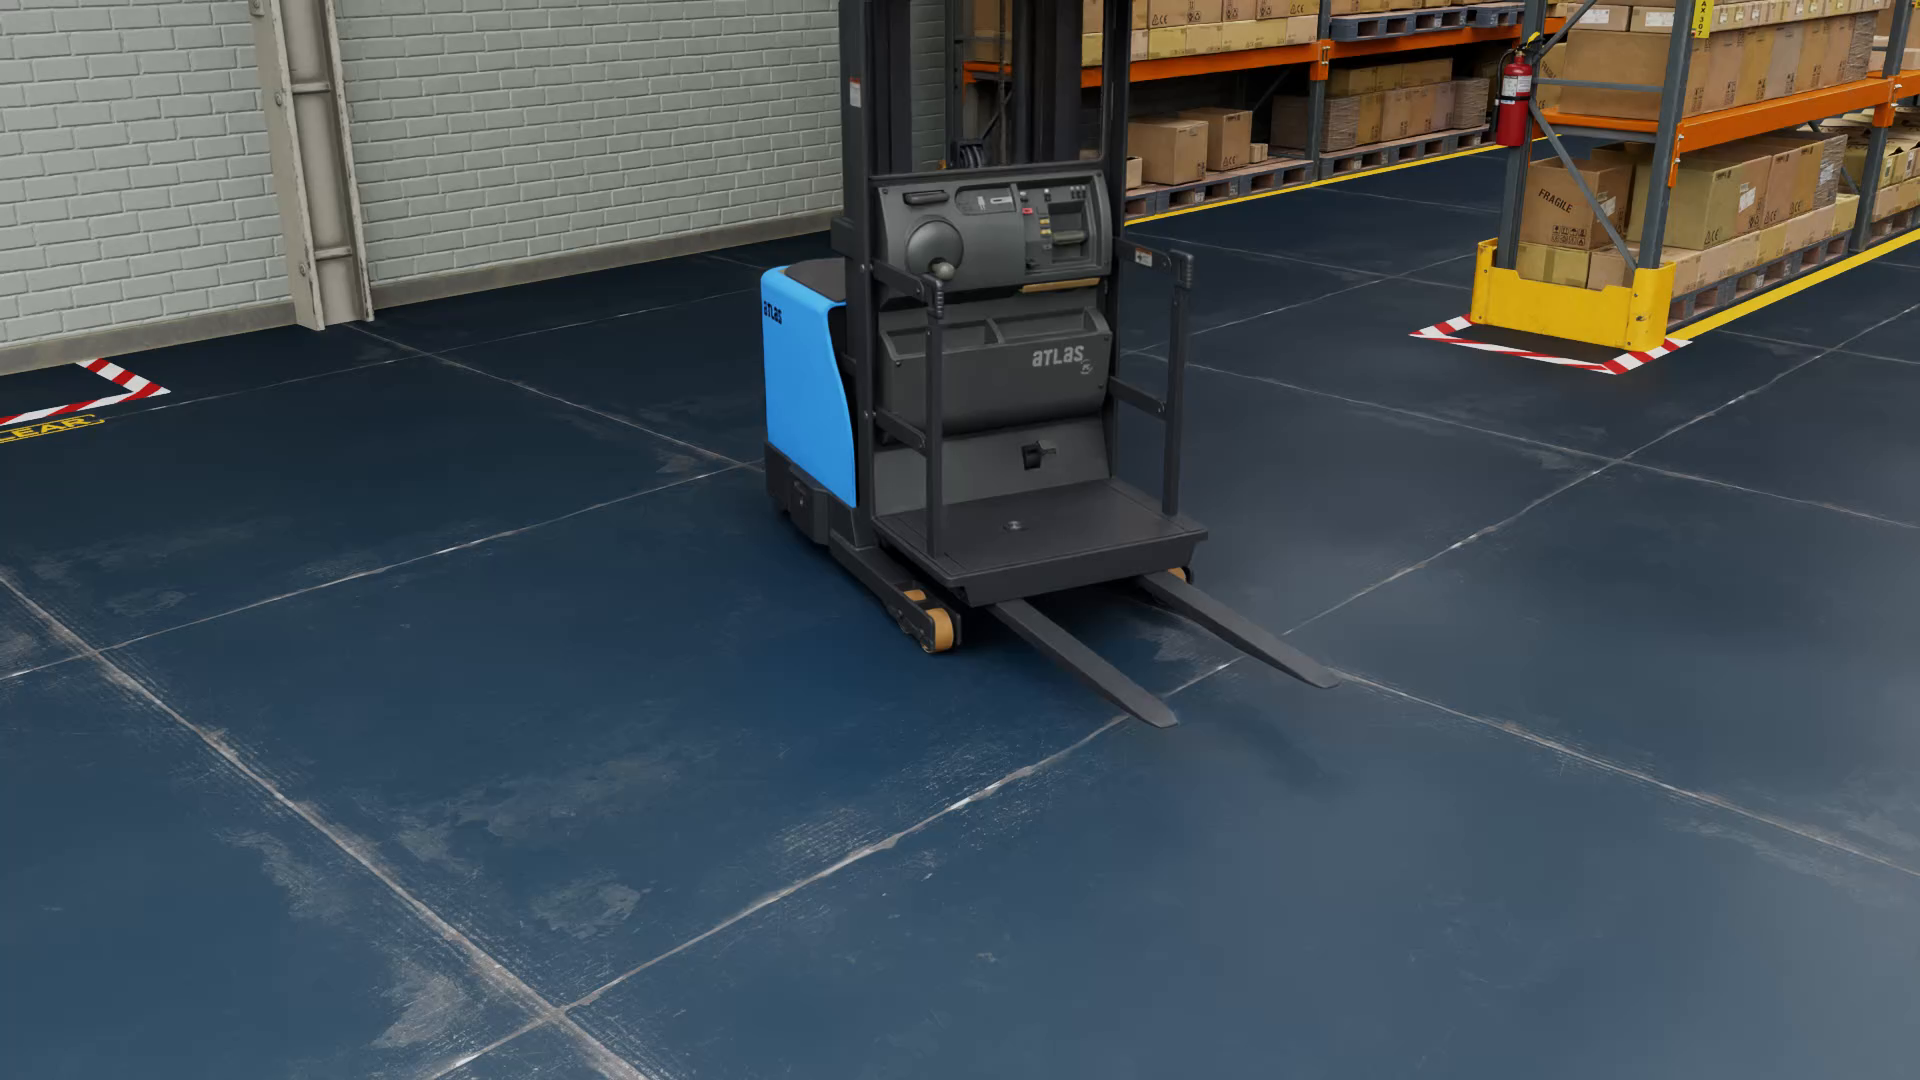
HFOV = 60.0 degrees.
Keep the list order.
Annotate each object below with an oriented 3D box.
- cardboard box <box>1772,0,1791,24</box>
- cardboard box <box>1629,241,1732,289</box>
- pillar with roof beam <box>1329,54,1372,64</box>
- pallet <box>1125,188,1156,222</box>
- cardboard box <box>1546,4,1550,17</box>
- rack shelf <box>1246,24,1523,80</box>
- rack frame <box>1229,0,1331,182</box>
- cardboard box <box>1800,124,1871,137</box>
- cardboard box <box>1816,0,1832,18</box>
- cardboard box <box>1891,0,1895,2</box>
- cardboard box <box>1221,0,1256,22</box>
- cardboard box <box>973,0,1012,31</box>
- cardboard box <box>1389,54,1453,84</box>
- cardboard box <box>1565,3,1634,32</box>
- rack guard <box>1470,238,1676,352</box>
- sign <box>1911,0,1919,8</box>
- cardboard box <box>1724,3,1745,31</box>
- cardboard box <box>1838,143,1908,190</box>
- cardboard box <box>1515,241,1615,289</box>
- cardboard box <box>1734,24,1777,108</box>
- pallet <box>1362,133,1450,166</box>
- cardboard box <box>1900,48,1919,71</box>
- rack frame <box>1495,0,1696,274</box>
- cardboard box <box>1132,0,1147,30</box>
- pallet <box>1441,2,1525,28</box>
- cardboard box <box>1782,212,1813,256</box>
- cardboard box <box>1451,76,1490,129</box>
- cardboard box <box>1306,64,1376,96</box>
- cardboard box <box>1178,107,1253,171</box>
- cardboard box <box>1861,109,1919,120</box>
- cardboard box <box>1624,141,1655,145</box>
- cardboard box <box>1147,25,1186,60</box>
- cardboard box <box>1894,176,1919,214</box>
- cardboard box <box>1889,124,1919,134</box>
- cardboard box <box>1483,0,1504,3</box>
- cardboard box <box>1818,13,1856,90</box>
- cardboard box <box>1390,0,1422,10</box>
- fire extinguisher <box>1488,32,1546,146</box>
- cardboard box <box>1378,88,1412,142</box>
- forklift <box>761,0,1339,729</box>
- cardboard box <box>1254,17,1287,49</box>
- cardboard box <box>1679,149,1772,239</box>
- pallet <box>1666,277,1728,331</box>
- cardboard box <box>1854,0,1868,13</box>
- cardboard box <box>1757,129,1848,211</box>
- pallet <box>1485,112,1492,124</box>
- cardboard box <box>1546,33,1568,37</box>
[{"bbox_3d":[5.154,-3.449,10.822,0.380,0.149,0.250,19,28,40],"label":"cardboard box"},{"bbox_3d":[4.709,-1.845,10.940,0.500,0.250,0.500,19,28,41],"label":"cardboard box"},{"bbox_3d":[7.416,-7.621,14.359,9.100,9.000,0.400,19,28,41],"label":"pillar with roof beam"},{"bbox_3d":[0.923,-2.877,14.266,1.003,0.211,1.213,19,28,41],"label":"pallet"},{"bbox_3d":[6.436,-5.997,18.819,0.250,0.149,0.380,-20,29,-41],"label":"cardboard box"},{"bbox_3d":[4.463,-5.166,17.337,1.077,0.370,4.000,19,28,41],"label":"rack shelf"},{"bbox_3d":[3.068,-4.988,15.870,1.000,3.000,0.127,19,28,41],"label":"rack frame"},{"bbox_3d":[7.405,-3.362,14.106,0.500,0.311,0.500,19,28,40],"label":"cardboard box"},{"bbox_3d":[5.697,-3.649,11.343,0.250,0.149,0.380,-19,28,-41],"label":"cardboard box"},{"bbox_3d":[7.884,-4.253,13.819,0.500,0.500,0.500,19,28,41],"label":"cardboard box"},{"bbox_3d":[2.257,-4.822,14.574,0.500,0.500,0.500,18,28,39],"label":"cardboard box"},{"bbox_3d":[0.454,-4.423,13.537,0.500,0.500,0.500,19,28,40],"label":"cardboard box"},{"bbox_3d":[4.951,-5.075,17.924,0.500,0.250,0.500,-20,28,-41],"label":"cardboard box"},{"bbox_3d":[3.959,-3.216,10.217,0.380,0.149,0.250,19,28,40],"label":"cardboard box"},{"bbox_3d":[3.813,-1.548,10.404,1.175,0.500,0.348,19,28,41],"label":"rack guard"},{"bbox_3d":[7.018,-4.051,12.117,0.100,0.325,0.005,19,28,41],"label":"sign"},{"bbox_3d":[4.615,-3.249,10.304,0.380,0.149,0.250,19,28,41],"label":"cardboard box"},{"bbox_3d":[7.086,-2.967,13.078,0.500,0.311,0.500,19,28,41],"label":"cardboard box"},{"bbox_3d":[3.992,-1.845,10.941,0.500,0.250,0.500,19,28,41],"label":"cardboard box"},{"bbox_3d":[4.878,-3.146,10.940,0.700,0.500,0.500,19,28,41],"label":"cardboard box"},{"bbox_3d":[4.461,-4.202,17.712,1.003,0.211,1.213,19,28,41],"label":"pallet"},{"bbox_3d":[7.384,-3.808,13.151,0.380,0.149,0.250,19,28,41],"label":"cardboard box"},{"bbox_3d":[3.829,-2.721,9.972,1.000,3.000,0.127,19,28,41],"label":"rack frame"},{"bbox_3d":[1.178,-4.421,13.531,0.500,0.500,0.500,19,28,41],"label":"cardboard box"},{"bbox_3d":[5.437,-5.716,18.034,1.213,0.211,1.003,19,28,41],"label":"pallet"},{"bbox_3d":[5.759,-2.229,11.940,0.500,0.250,0.500,19,28,41],"label":"cardboard box"},{"bbox_3d":[5.393,-4.856,18.399,0.500,0.500,0.700,-20,29,-41],"label":"cardboard box"},{"bbox_3d":[3.874,-4.684,16.905,0.500,0.250,0.500,19,28,40],"label":"cardboard box"},{"bbox_3d":[2.373,-3.749,15.519,0.500,0.500,0.500,17,27,37],"label":"cardboard box"},{"bbox_3d":[8.474,-3.753,15.124,0.500,0.311,0.500,18,28,39],"label":"cardboard box"},{"bbox_3d":[5.027,-2.584,11.819,0.500,0.500,0.500,19,28,41],"label":"cardboard box"},{"bbox_3d":[1.557,-4.211,14.031,0.500,0.250,0.500,19,28,40],"label":"cardboard box"},{"bbox_3d":[7.436,-2.834,13.514,0.500,0.250,0.500,-19,28,-41],"label":"cardboard box"},{"bbox_3d":[8.158,-3.362,14.107,0.500,0.311,0.500,-19,28,-41],"label":"cardboard box"},{"bbox_3d":[5.538,-6.145,18.127,0.700,0.500,0.500,15,26,35],"label":"cardboard box"},{"bbox_3d":[5.951,-3.543,11.971,0.700,0.500,0.500,19,28,40],"label":"cardboard box"},{"bbox_3d":[4.279,-5.681,16.921,0.500,0.500,0.700,-16,26,-35],"label":"cardboard box"},{"bbox_3d":[3.414,-2.770,10.209,0.296,0.674,0.183,19,28,41],"label":"fire extinguisher"},{"bbox_3d":[4.279,-4.486,17.436,0.700,0.500,0.500,20,28,41],"label":"cardboard box"},{"bbox_3d":[0.236,-1.138,5.950,1.130,2.935,3.031,-10,23,-24],"label":"forklift"},{"bbox_3d":[2.601,-4.603,15.051,0.500,0.250,0.500,19,28,41],"label":"cardboard box"},{"bbox_3d":[5.050,-2.326,11.147,0.500,0.500,0.500,19,28,41],"label":"cardboard box"},{"bbox_3d":[4.333,-1.626,11.011,1.003,0.211,1.213,19,28,41],"label":"pallet"},{"bbox_3d":[6.229,-3.844,11.850,0.380,0.149,0.250,18,28,39],"label":"cardboard box"},{"bbox_3d":[6.096,-2.712,12.151,0.500,0.500,0.500,19,28,41],"label":"cardboard box"},{"bbox_3d":[6.462,-4.898,19.524,1.003,0.211,1.213,19,28,41],"label":"pallet"},{"bbox_3d":[7.670,-5.808,20.415,0.750,0.750,0.750,-19,28,-40],"label":"cardboard box"}]
